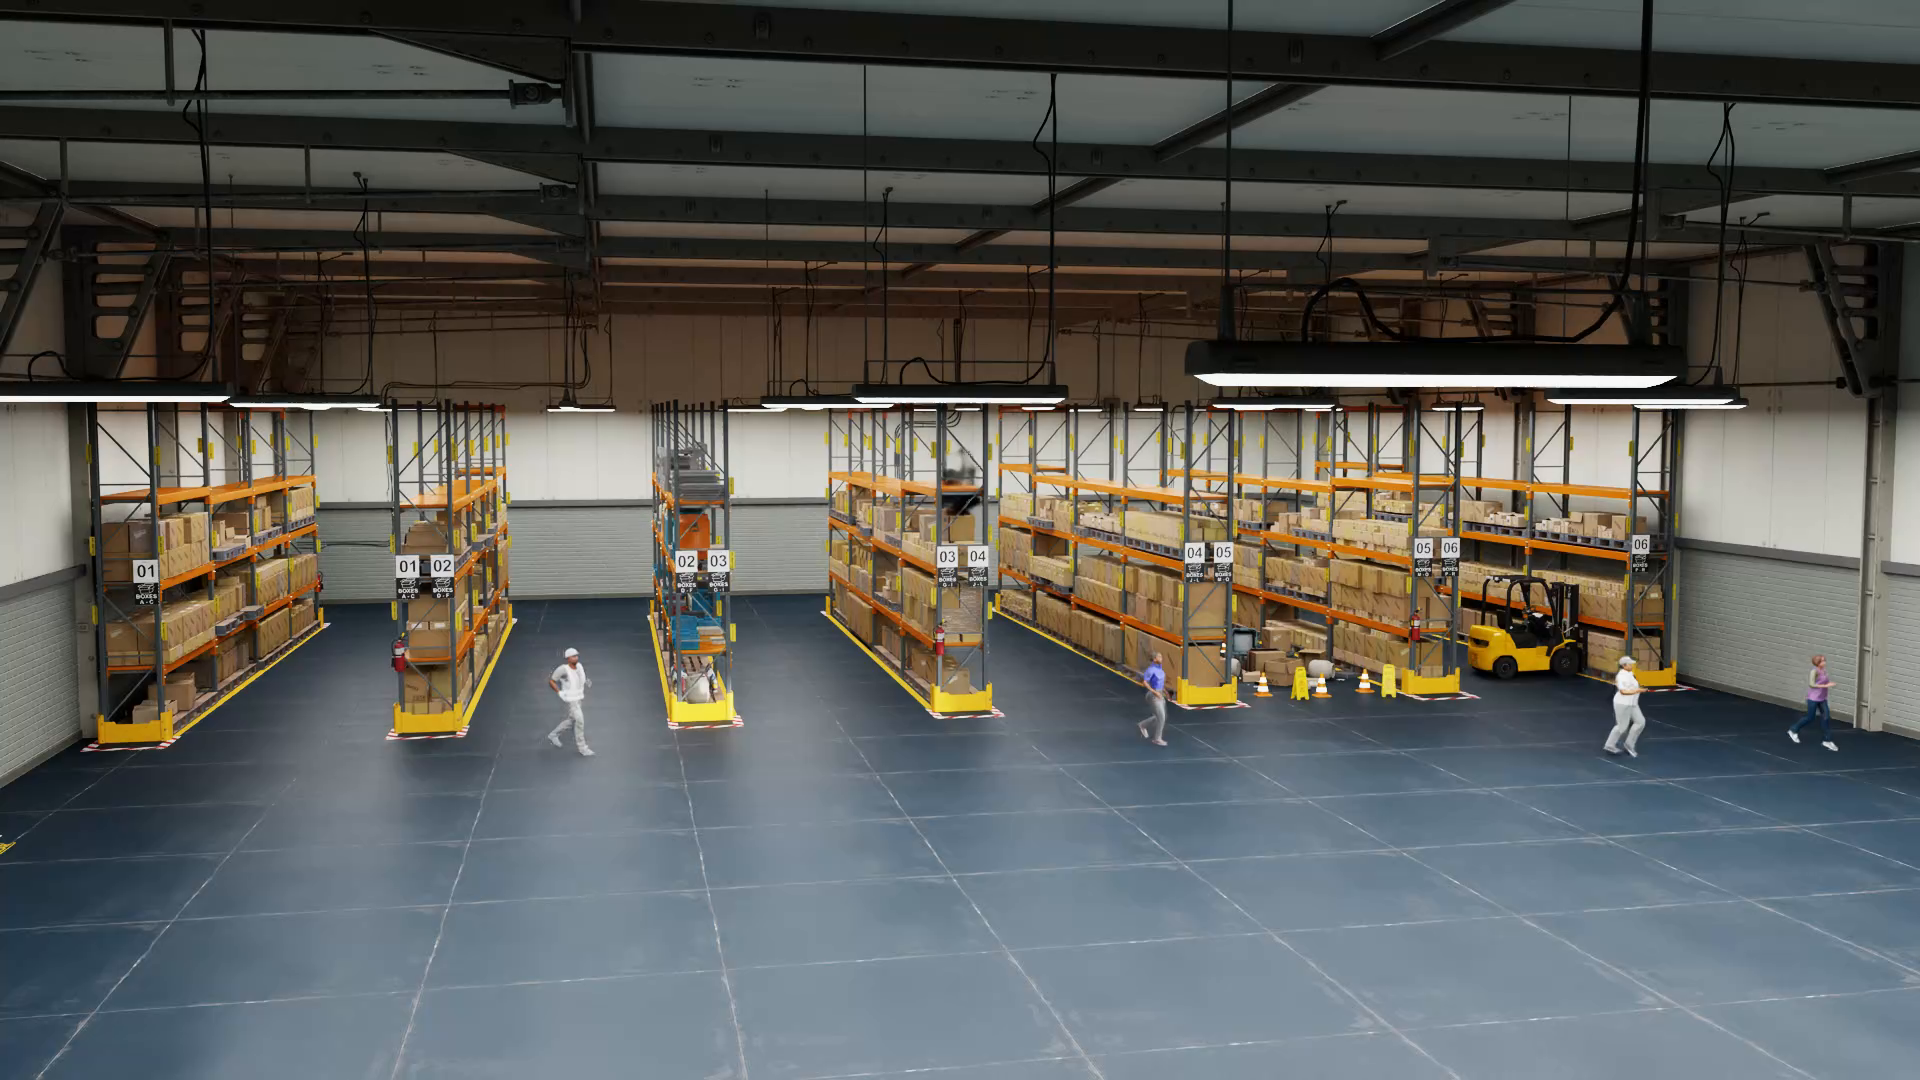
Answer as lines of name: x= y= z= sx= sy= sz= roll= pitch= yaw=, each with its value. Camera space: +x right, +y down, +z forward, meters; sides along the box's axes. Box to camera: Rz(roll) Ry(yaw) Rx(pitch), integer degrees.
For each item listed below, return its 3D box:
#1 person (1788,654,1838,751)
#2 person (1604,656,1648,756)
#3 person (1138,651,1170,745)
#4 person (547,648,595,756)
person: x=14.657 y=2.752 z=28.517 sx=0.558 sy=1.610 sz=0.837 roll=-3 pitch=5 yaw=-33
person: x=11.192 y=2.808 z=27.898 sx=0.673 sy=1.699 sz=0.582 roll=3 pitch=5 yaw=37
person: x=3.344 y=2.738 z=28.936 sx=0.581 sy=1.632 sz=0.598 roll=2 pitch=5 yaw=30
person: x=-6.563 y=2.713 z=28.098 sx=0.923 sy=1.795 sz=0.666 roll=2 pitch=5 yaw=19
